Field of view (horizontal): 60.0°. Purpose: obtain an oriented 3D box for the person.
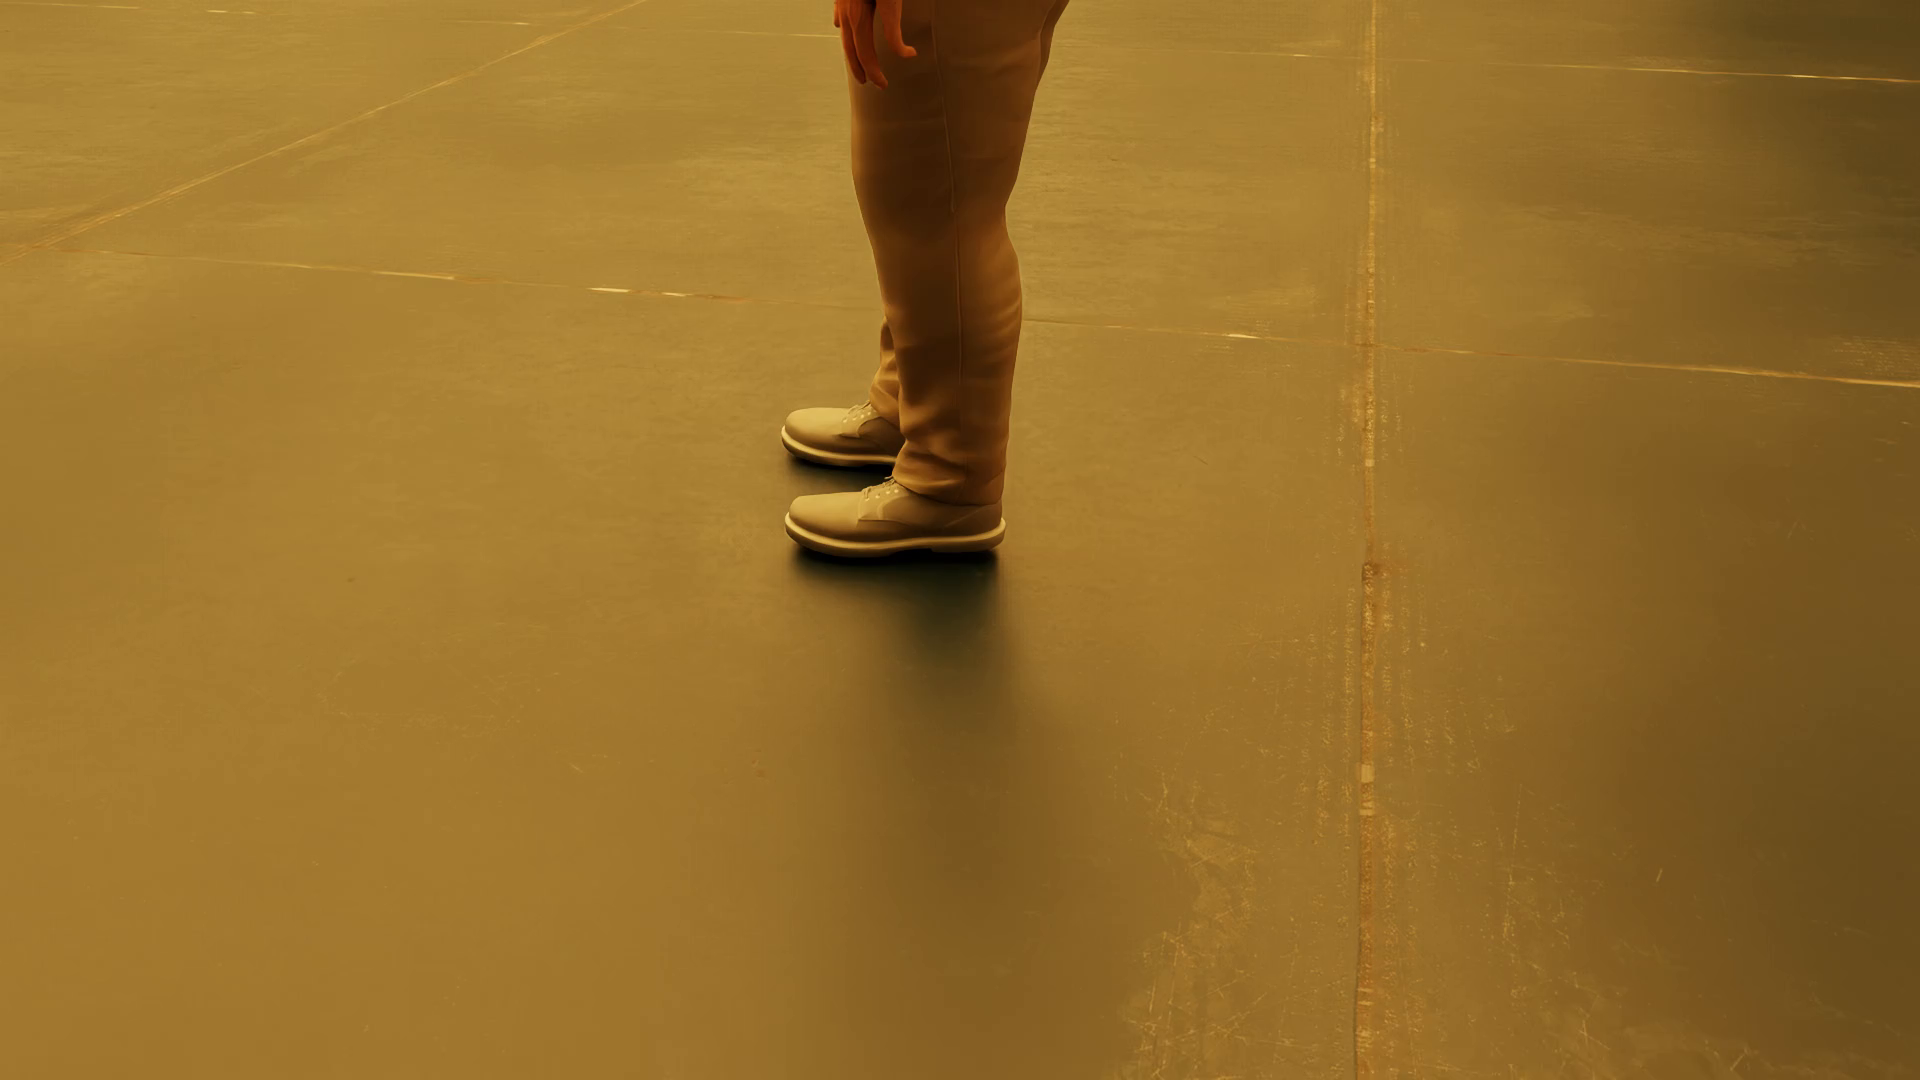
[{"bbox_3d":[-0.085,-0.792,2.136,0.551,1.727,0.640,6,27,11],"label":"person"}]
